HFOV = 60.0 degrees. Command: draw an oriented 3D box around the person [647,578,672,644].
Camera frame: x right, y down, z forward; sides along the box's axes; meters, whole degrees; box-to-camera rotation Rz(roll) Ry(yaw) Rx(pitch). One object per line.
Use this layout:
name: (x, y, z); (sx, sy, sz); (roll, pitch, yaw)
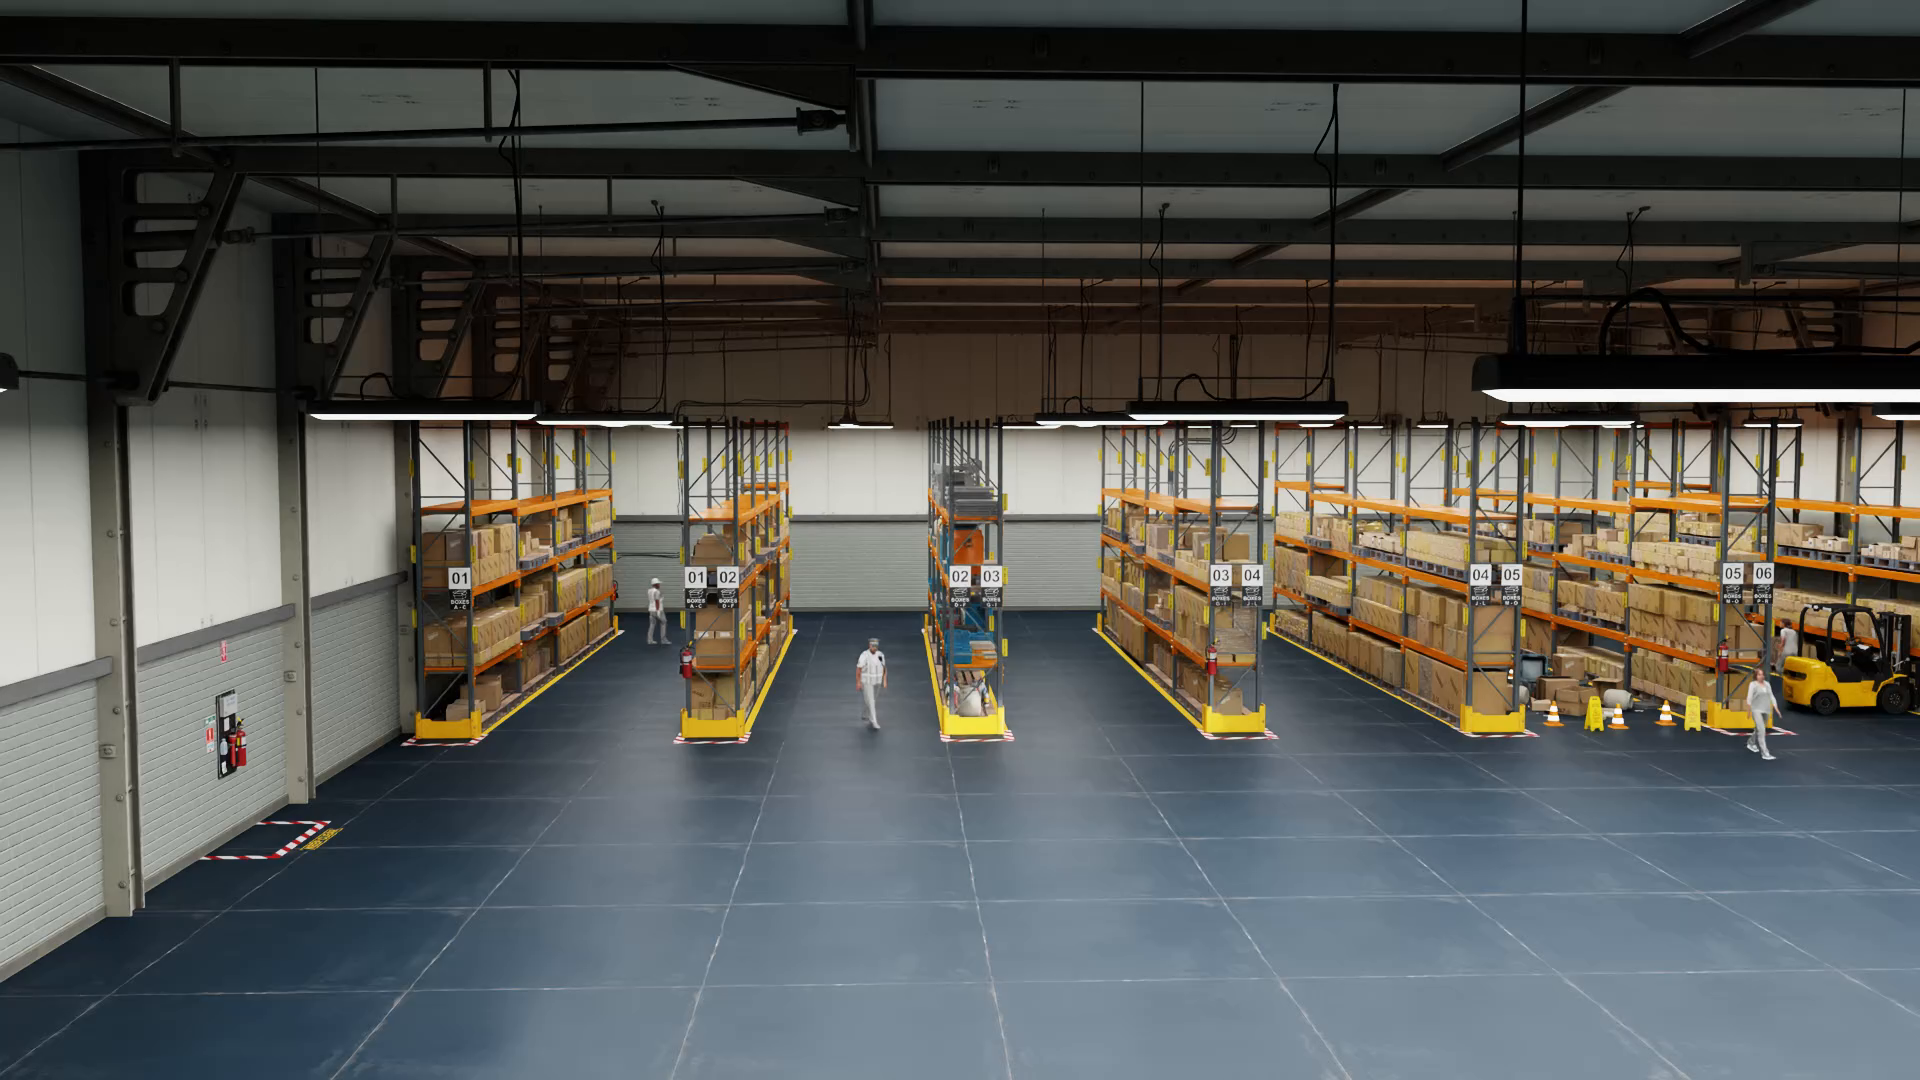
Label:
person: (-8.126, 1.920, 44.609); (0.563, 1.796, 0.640); (3, 5, 35)

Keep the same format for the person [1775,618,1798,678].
person: (18.436, 2.534, 37.035); (0.500, 1.560, 0.709); (0, 4, -2)

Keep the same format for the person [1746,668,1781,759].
person: (14.081, 3.022, 29.185); (0.441, 1.551, 0.904); (-1, 4, -8)

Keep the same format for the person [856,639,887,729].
person: (-1.680, 2.746, 32.147); (0.564, 1.701, 0.993); (-3, 5, -39)
